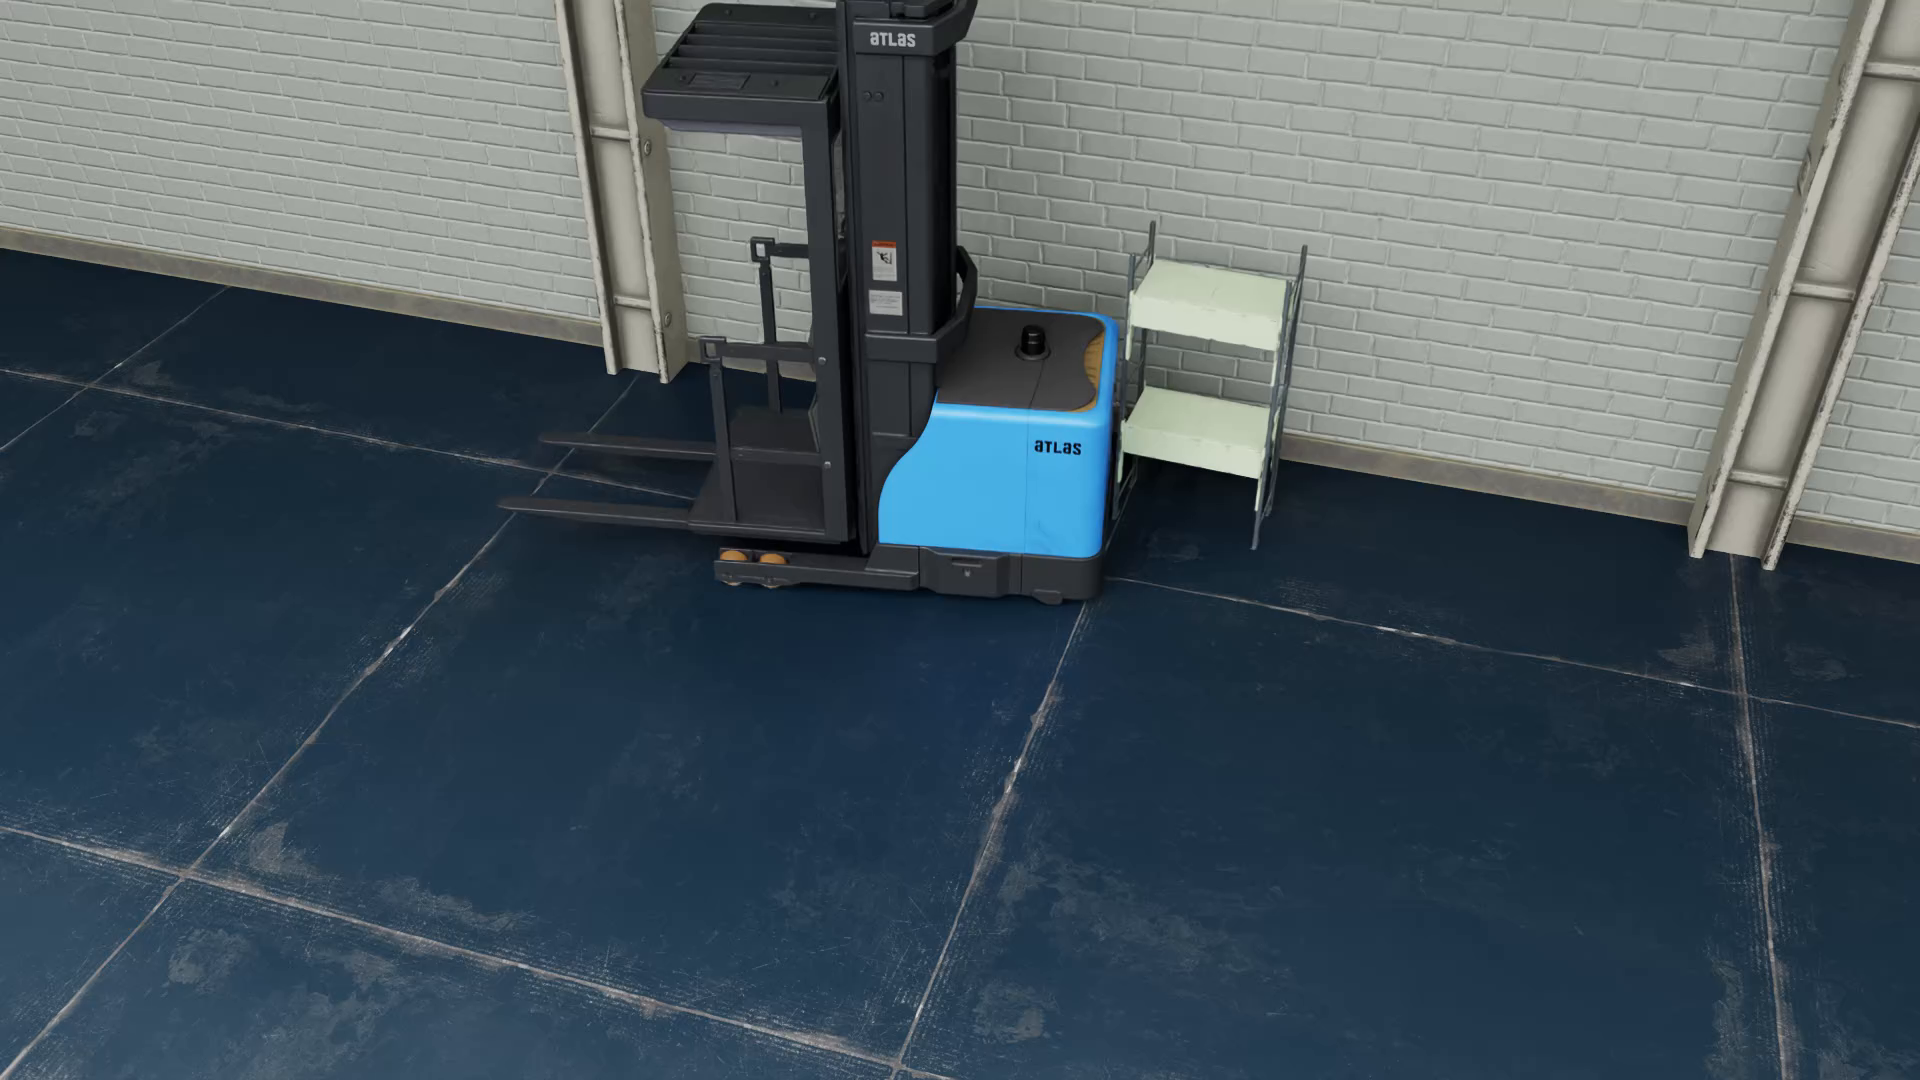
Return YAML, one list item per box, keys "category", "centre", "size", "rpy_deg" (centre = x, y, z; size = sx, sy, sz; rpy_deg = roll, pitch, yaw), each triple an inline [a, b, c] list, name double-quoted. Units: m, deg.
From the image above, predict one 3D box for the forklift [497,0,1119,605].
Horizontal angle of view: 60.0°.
- category: "forklift"
  centre: [-0.767, -1.253, 7.665]
  size: [3.031, 2.935, 1.130]
  rpy_deg: [4, 37, 6]

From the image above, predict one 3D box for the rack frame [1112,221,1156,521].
- category: "rack frame"
  centre: [0.862, -0.817, 8.280]
  size: [0.023, 1.500, 0.400]
  rpy_deg: [12, 38, 16]

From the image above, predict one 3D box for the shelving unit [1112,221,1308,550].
- category: "shelving unit"
  centre: [1.205, -0.742, 8.177]
  size: [0.755, 1.500, 0.431]
  rpy_deg: [12, 38, 16]

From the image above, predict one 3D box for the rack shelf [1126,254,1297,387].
- category: "rack shelf"
  centre: [1.205, -1.056, 7.946]
  size: [0.720, 0.370, 0.431]
  rpy_deg: [12, 38, 16]

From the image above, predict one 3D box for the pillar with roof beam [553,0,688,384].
- category: "pillar with roof beam"
  centre: [-3.122, -2.219, 3.859]
  size: [0.400, 9.000, 9.100]
  rpy_deg: [10, 38, 14]

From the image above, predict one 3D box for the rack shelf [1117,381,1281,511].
- category: "rack shelf"
  centre: [1.205, -0.479, 8.371]
  size: [0.720, 0.370, 0.431]
  rpy_deg: [12, 38, 16]

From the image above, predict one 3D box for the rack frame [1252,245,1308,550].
- category: "rack frame"
  centre: [1.548, -0.666, 8.075]
  size: [0.023, 1.500, 0.400]
  rpy_deg: [12, 38, 16]

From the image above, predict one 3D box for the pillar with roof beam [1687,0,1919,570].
- category: "pillar with roof beam"
  centre: [2.605, -1.159, 2.418]
  size: [0.400, 9.000, 9.100]
  rpy_deg: [10, 38, 14]
